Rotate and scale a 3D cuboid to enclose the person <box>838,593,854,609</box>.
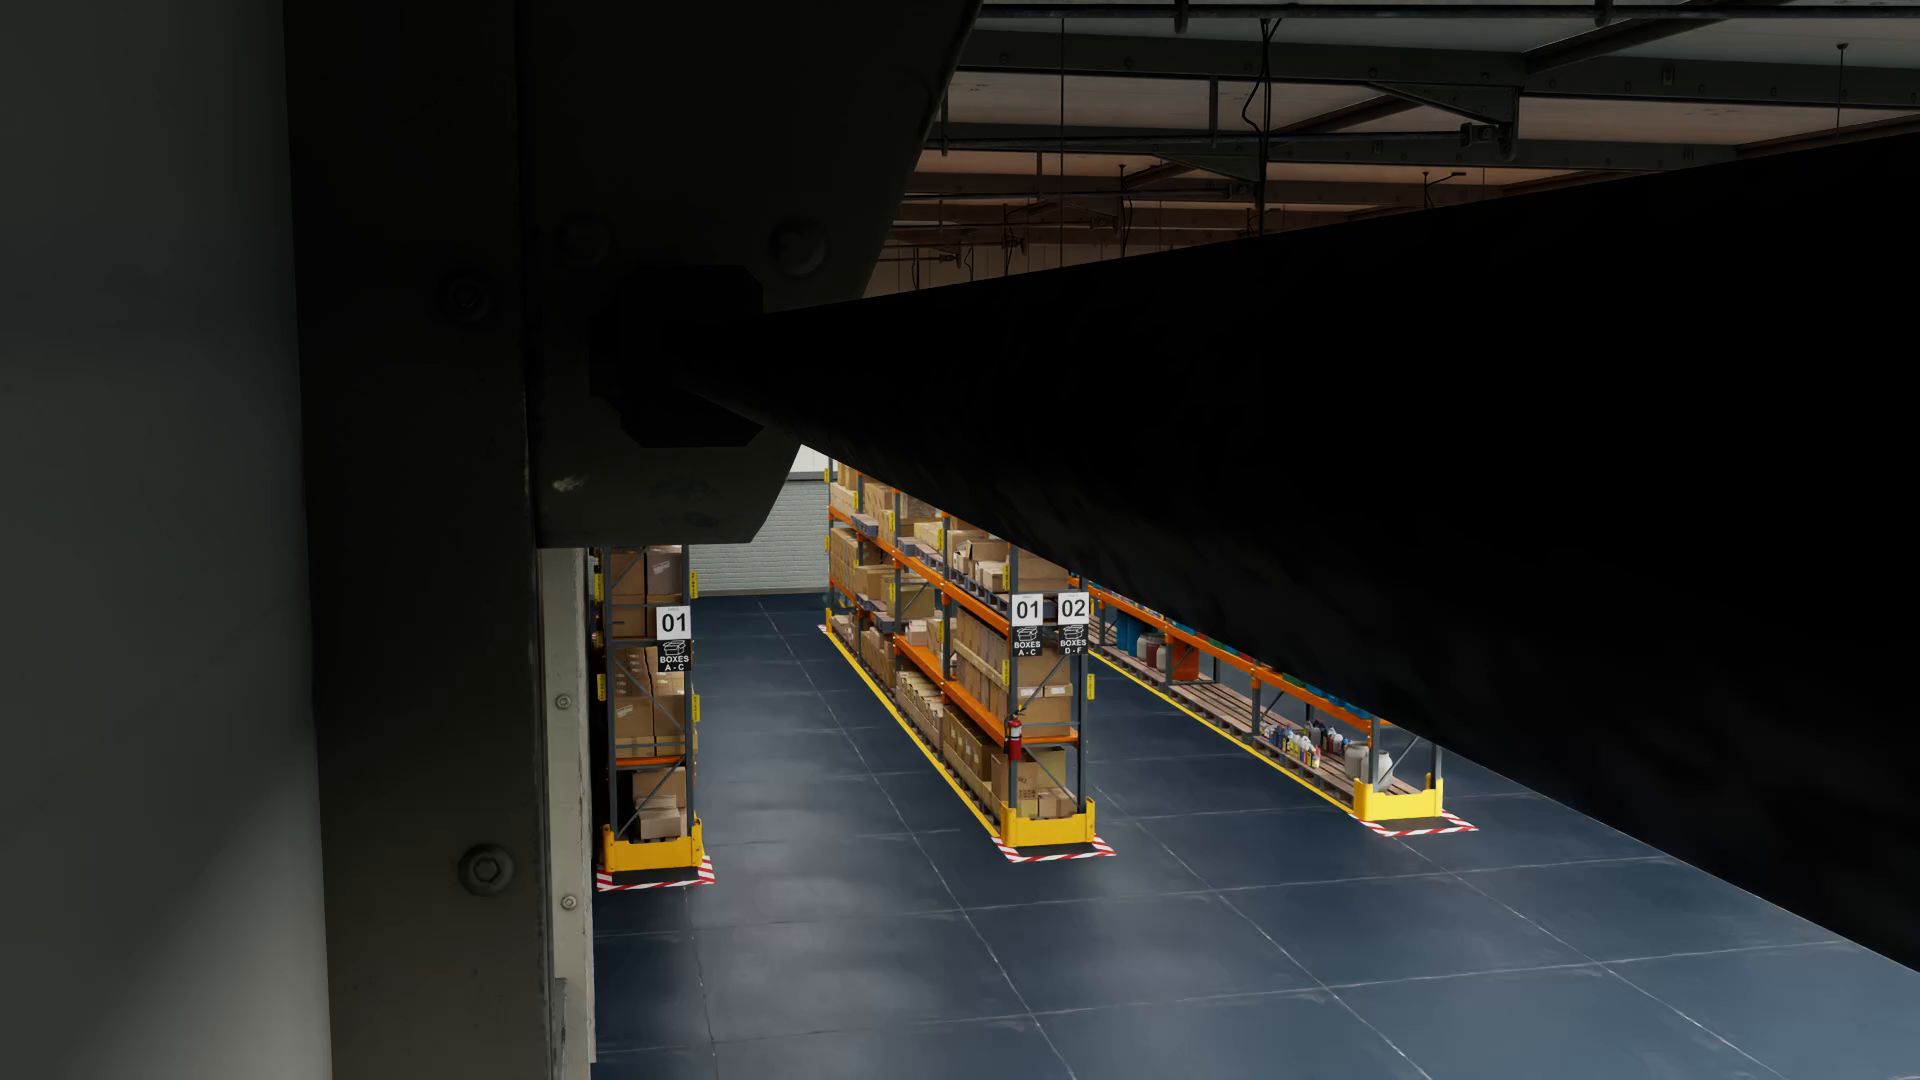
[{"bbox_3d":[-2.668,0.746,39.547,0.471,1.769,0.623,0,7,3],"label":"person"}]
